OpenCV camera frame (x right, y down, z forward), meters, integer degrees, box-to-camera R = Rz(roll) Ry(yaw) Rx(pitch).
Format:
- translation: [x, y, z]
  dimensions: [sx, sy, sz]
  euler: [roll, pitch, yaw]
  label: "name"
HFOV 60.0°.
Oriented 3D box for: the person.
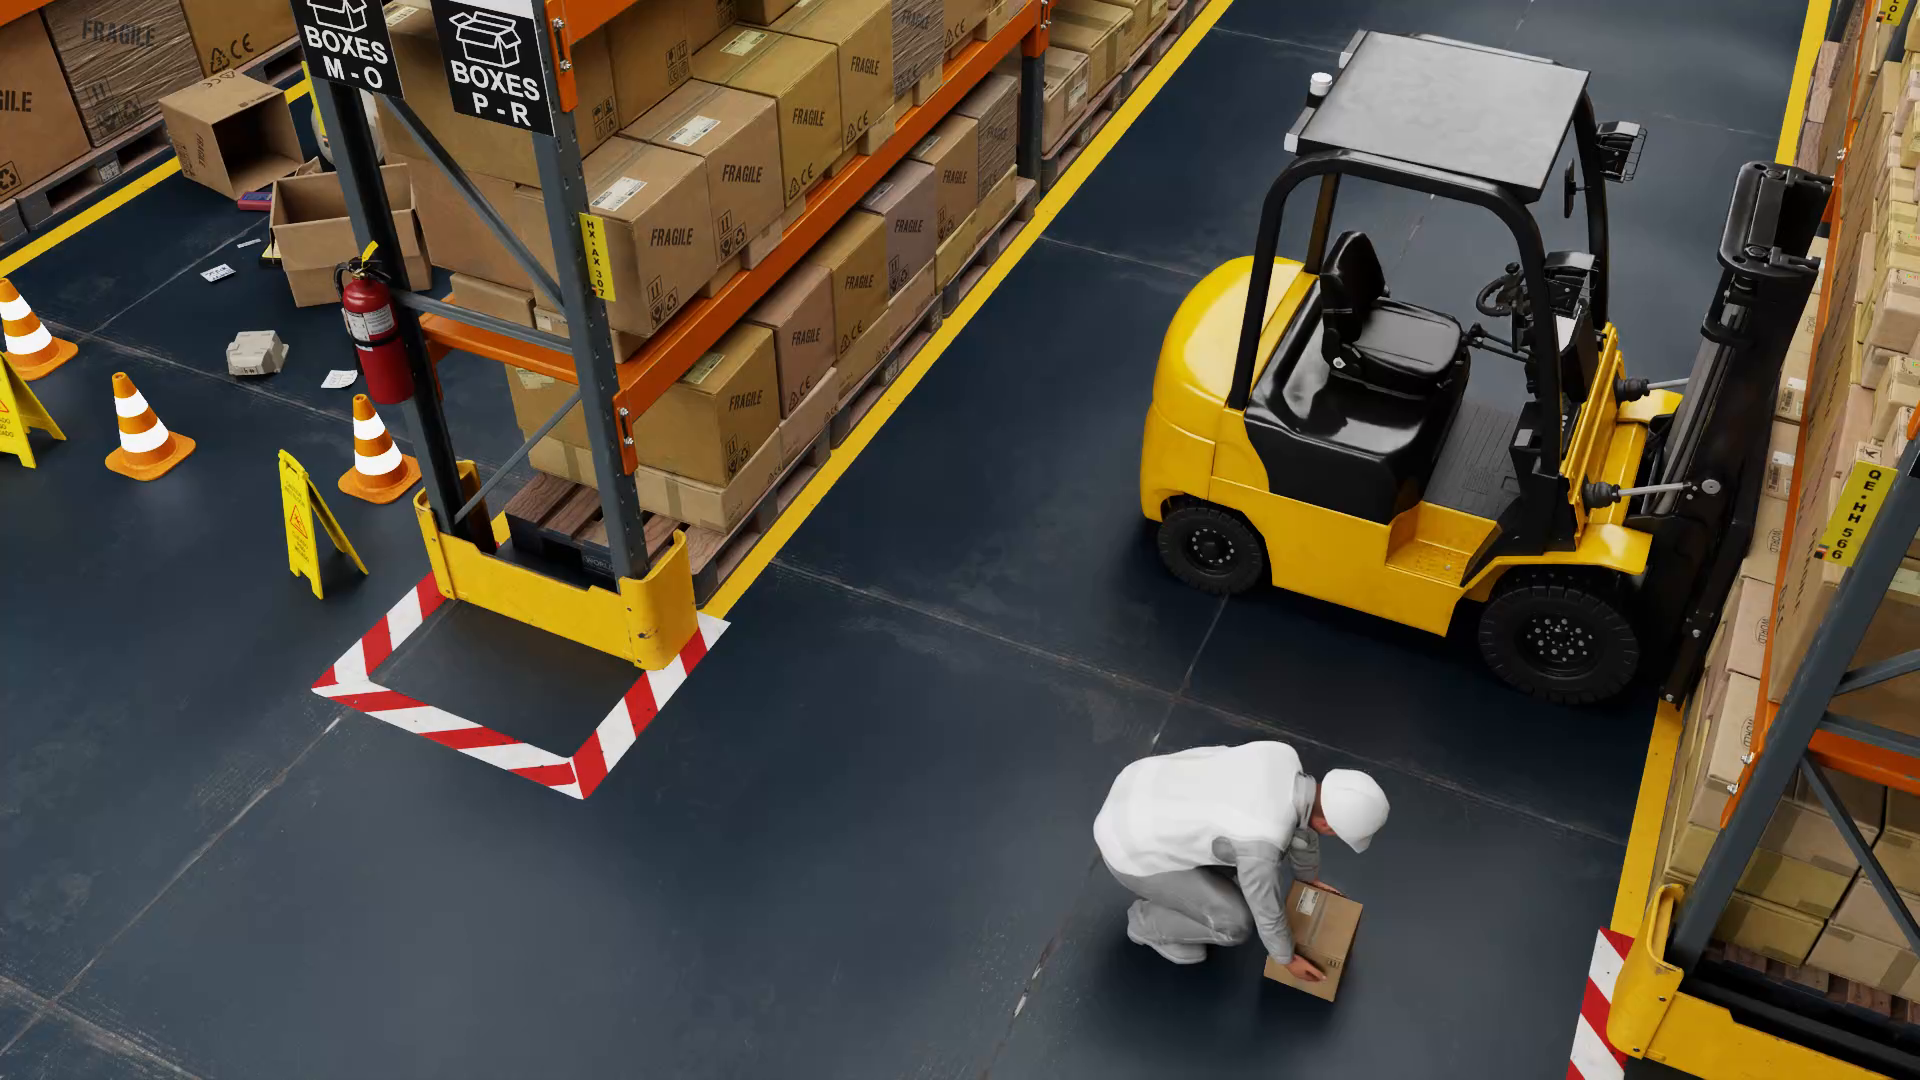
- translation: [0.926, 1.036, 5.626]
  dimensions: [0.913, 0.916, 0.536]
  euler: [17, 45, 18]
  label: "person"
